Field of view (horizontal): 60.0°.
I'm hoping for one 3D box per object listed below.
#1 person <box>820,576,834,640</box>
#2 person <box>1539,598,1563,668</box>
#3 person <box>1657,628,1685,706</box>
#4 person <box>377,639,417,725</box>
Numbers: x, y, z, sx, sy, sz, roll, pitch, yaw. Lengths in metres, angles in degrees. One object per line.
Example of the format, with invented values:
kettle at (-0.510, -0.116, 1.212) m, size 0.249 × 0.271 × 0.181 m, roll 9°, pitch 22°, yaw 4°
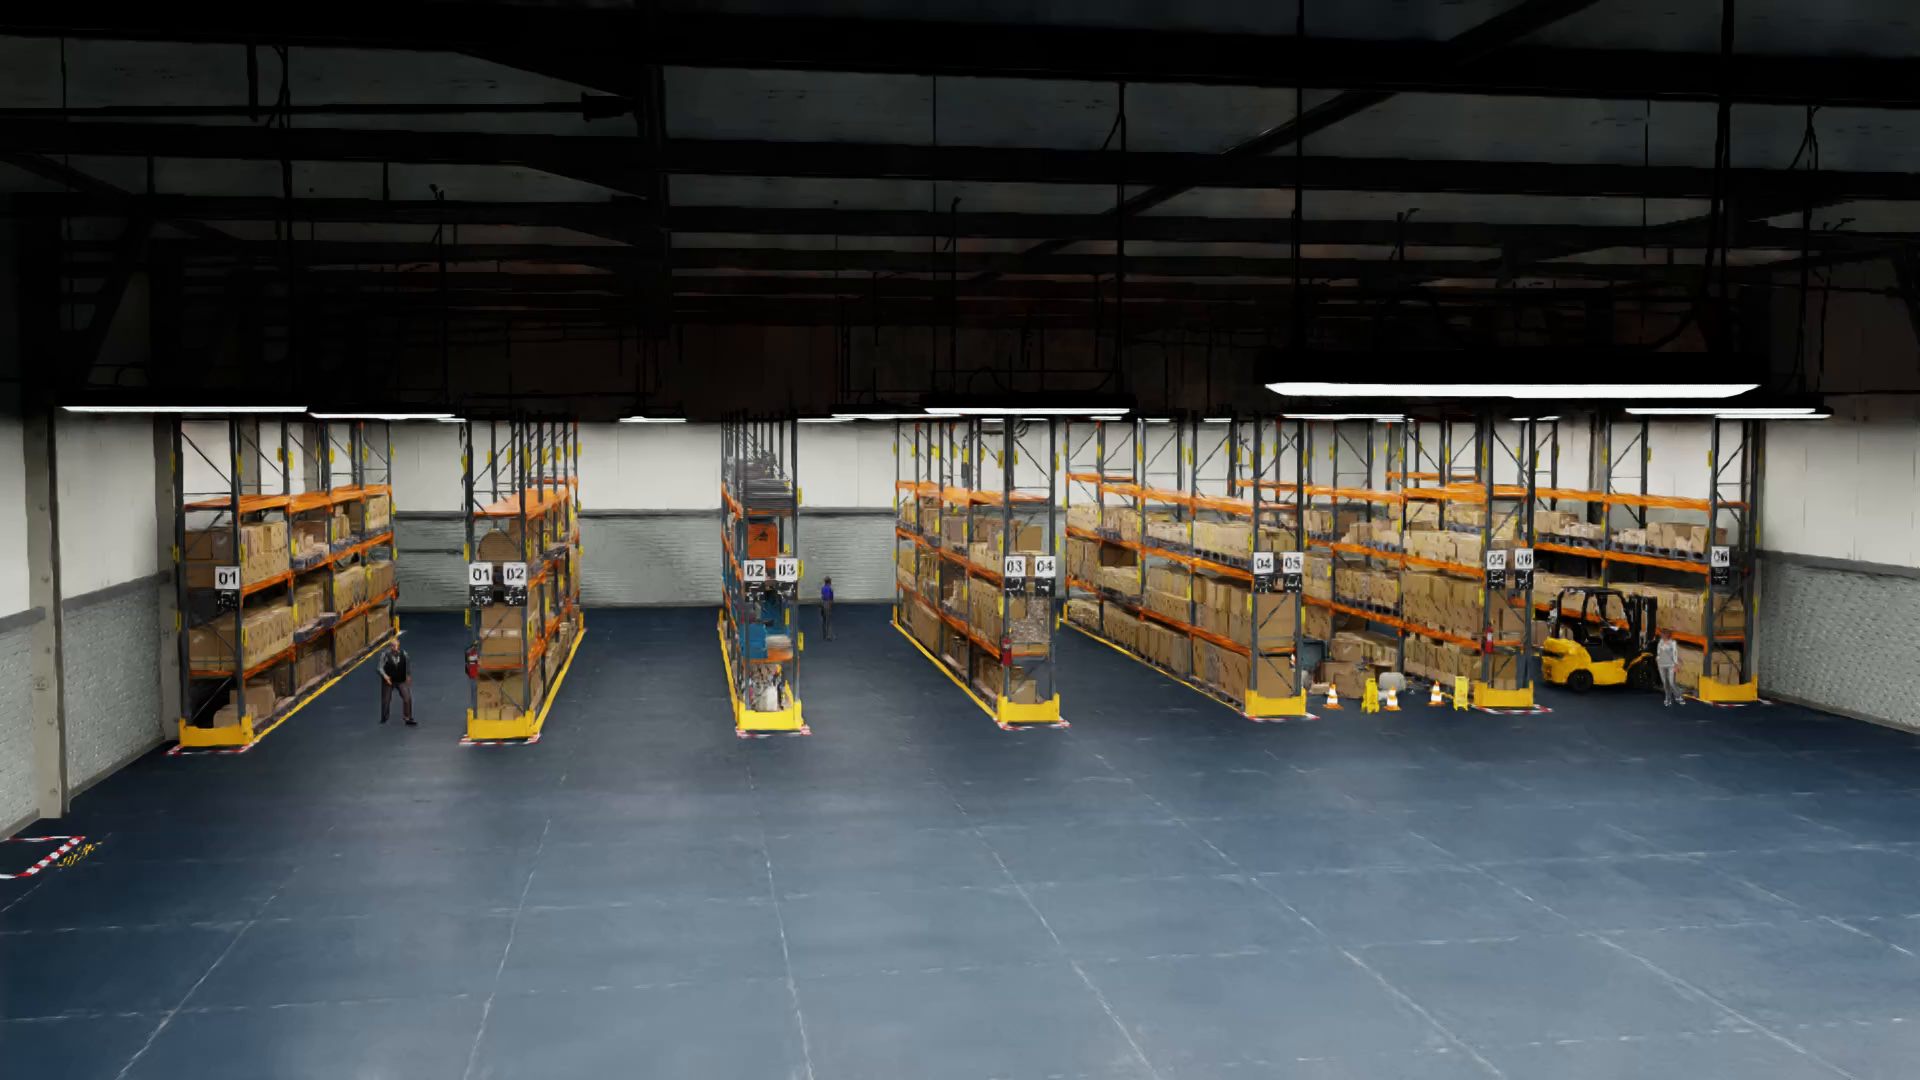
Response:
person at (-3.505, 1.794, 44.266) m, size 0.441 × 1.666 × 0.552 m, roll -2°, pitch 4°, yaw -27°
person at (13.722, 2.191, 38.524) m, size 0.534 × 1.665 × 0.573 m, roll 1°, pitch 4°, yaw 16°
person at (14.402, 2.568, 33.710) m, size 0.423 × 1.590 × 0.560 m, roll -3°, pitch 5°, yaw -38°
person at (-10.750, 2.679, 31.594) m, size 0.645 × 1.643 × 0.844 m, roll -2°, pitch 4°, yaw -26°
